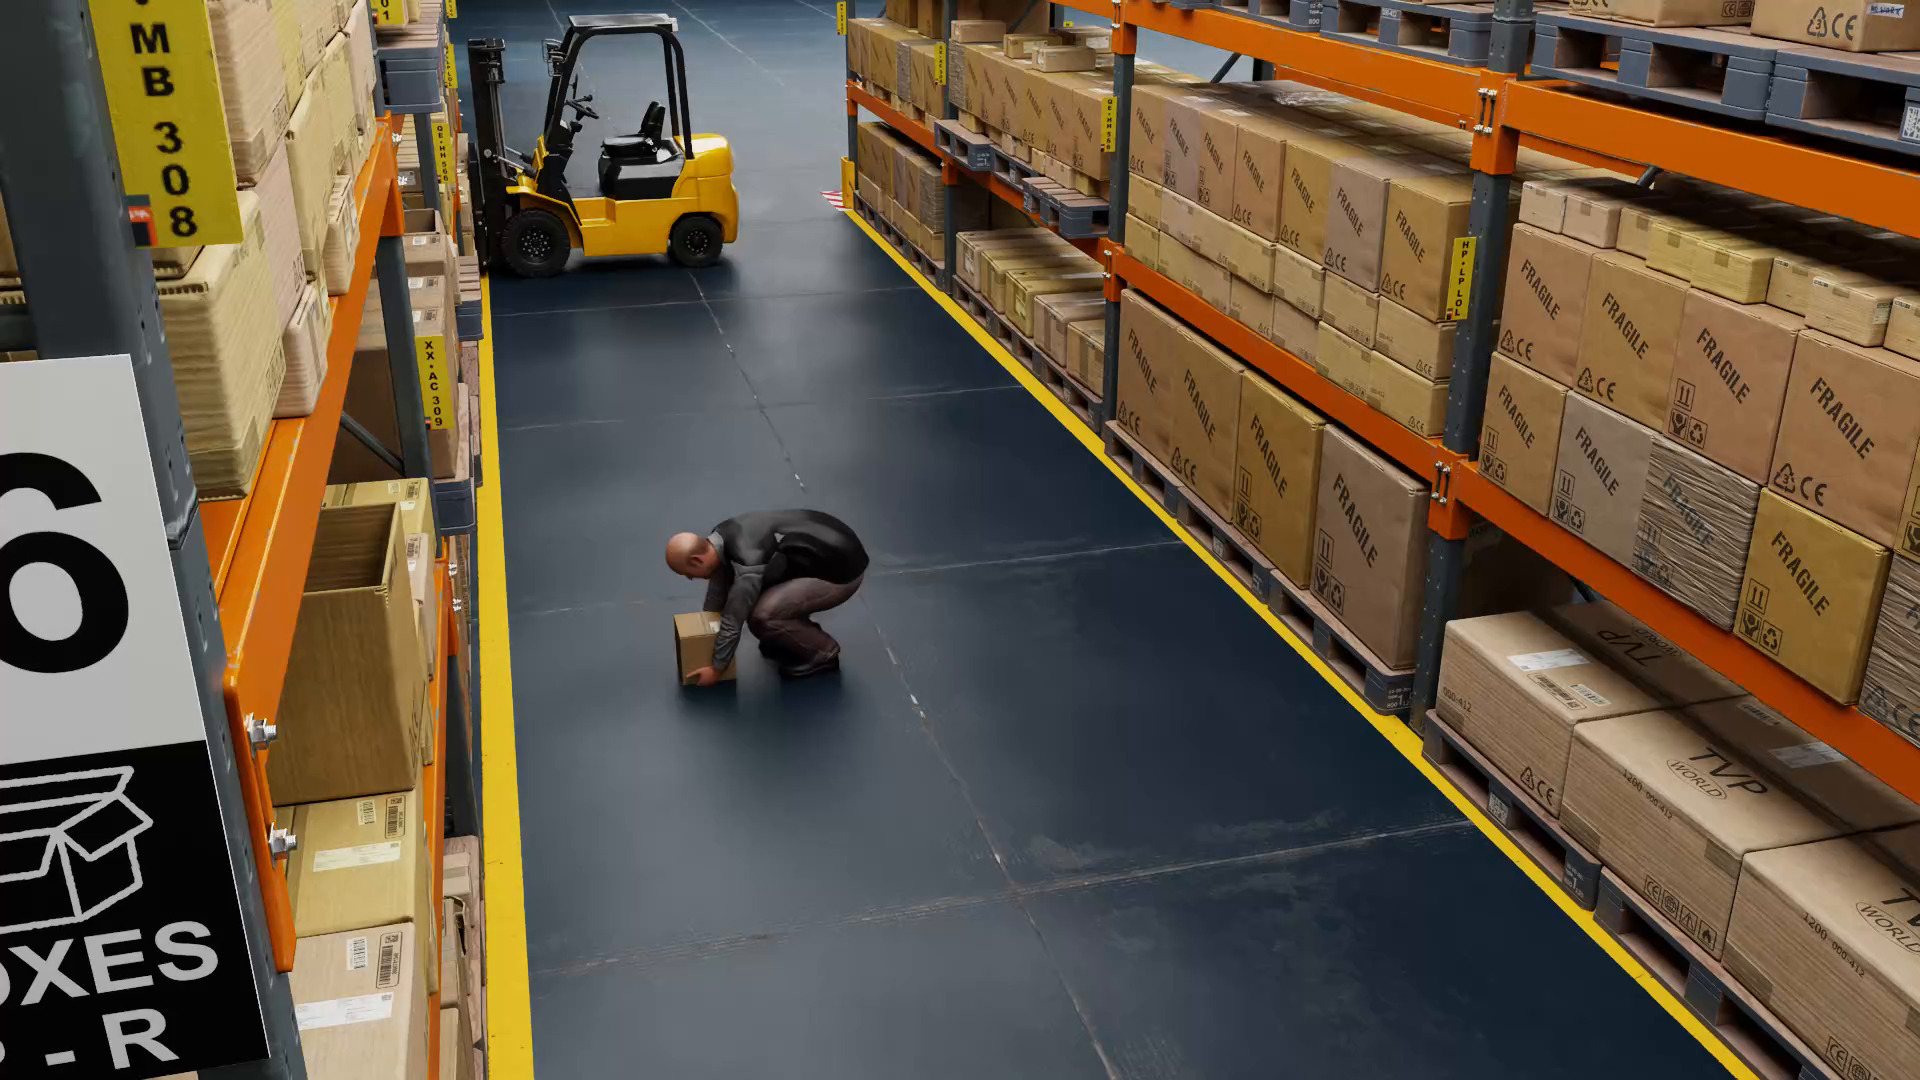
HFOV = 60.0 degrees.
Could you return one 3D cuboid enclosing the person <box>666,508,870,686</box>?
[{"bbox_3d":[-0.896,0.249,7.798,0.936,0.789,0.500,-7,24,-16],"label":"person"}]
